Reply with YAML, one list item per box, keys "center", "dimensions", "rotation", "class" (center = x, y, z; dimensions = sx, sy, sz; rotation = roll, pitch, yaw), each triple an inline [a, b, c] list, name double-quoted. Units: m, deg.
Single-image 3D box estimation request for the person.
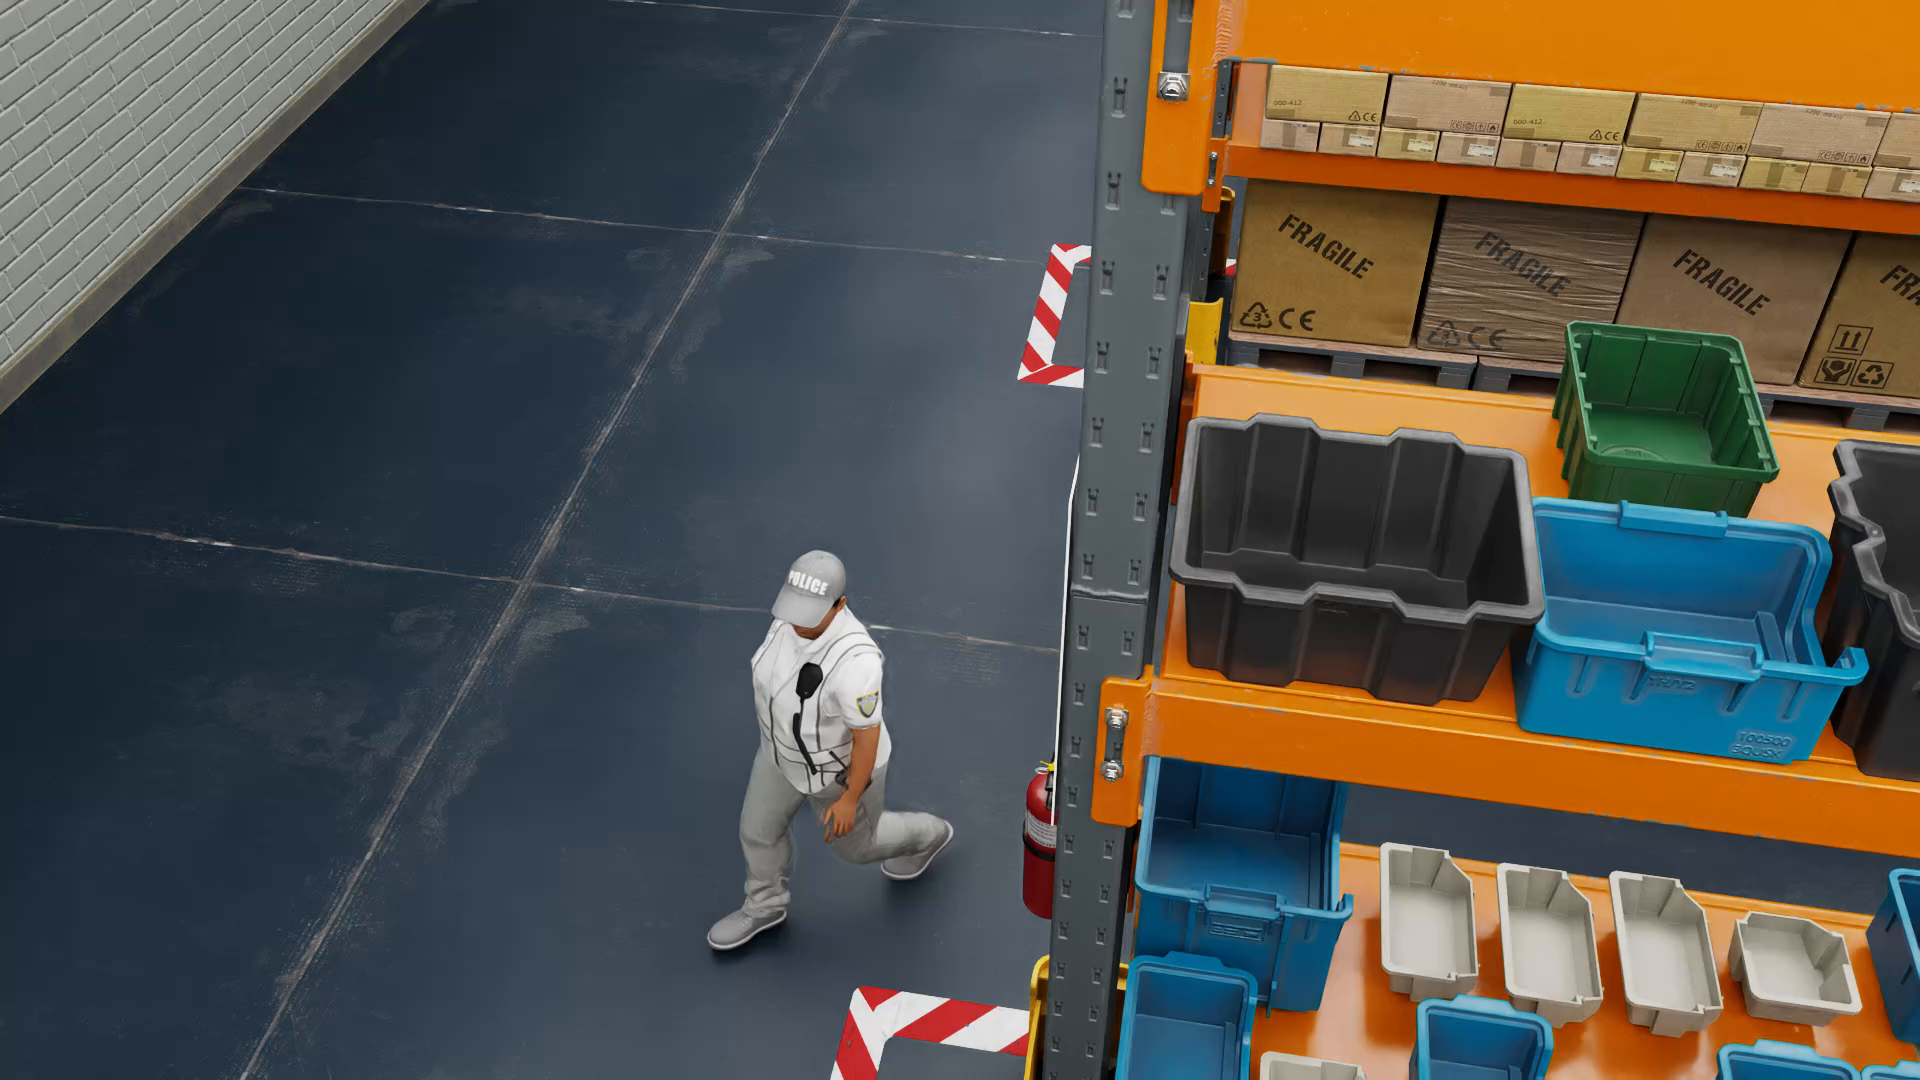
- center: [-0.438, 0.678, 5.362]
  dimensions: [0.913, 1.622, 0.512]
  rotation: [-28, 48, -28]
  class: "person"
